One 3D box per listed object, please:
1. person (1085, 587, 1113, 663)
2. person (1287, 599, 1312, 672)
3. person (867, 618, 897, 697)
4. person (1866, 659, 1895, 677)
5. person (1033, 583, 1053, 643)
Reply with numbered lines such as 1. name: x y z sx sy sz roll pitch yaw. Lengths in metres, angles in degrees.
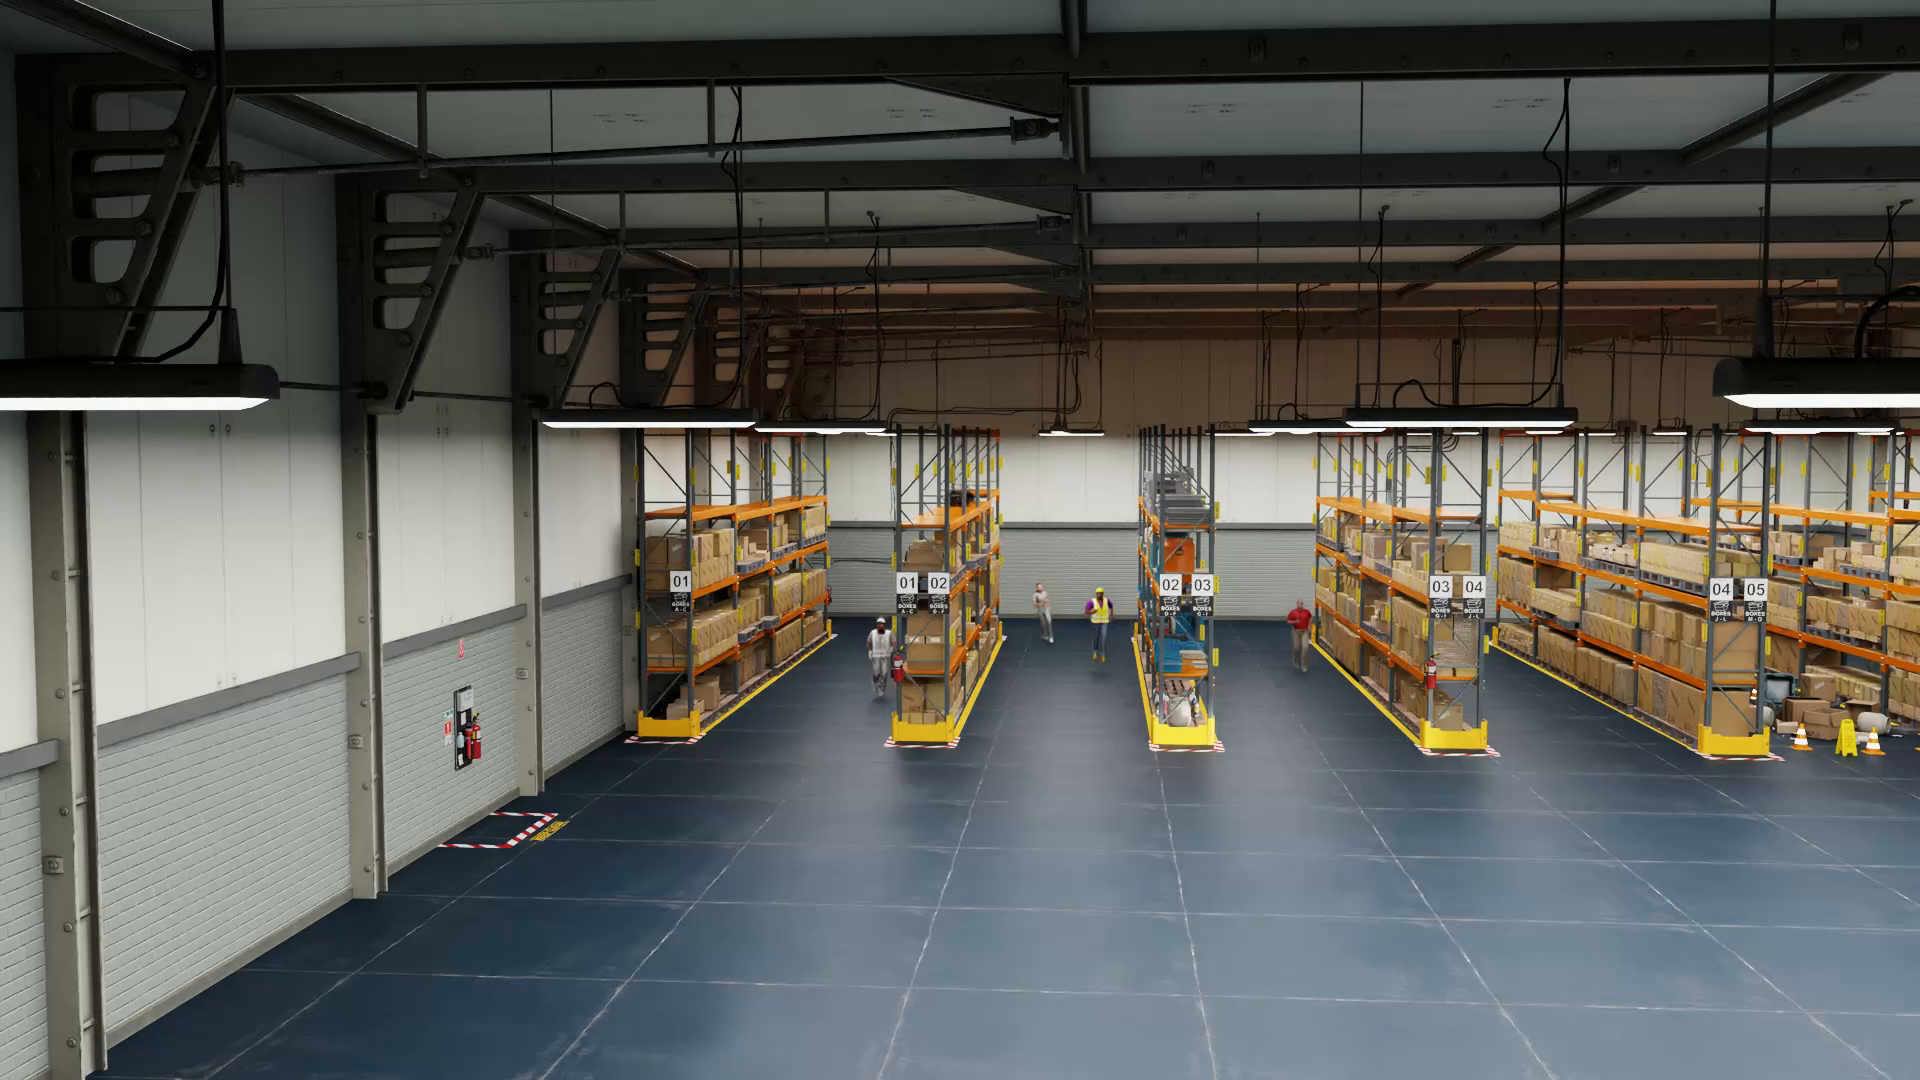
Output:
1. person: 3.416 2.063 40.758 0.741 1.807 0.848 0 3 -4
2. person: 8.403 2.360 41.099 0.642 1.787 0.762 0 3 5
3. person: -1.724 2.588 36.644 0.666 1.745 0.619 0 3 0
4. person: 21.616 2.552 39.073 0.584 1.665 0.992 0 3 5
5. person: 2.316 2.043 46.824 0.571 1.654 0.820 -1 4 -15
